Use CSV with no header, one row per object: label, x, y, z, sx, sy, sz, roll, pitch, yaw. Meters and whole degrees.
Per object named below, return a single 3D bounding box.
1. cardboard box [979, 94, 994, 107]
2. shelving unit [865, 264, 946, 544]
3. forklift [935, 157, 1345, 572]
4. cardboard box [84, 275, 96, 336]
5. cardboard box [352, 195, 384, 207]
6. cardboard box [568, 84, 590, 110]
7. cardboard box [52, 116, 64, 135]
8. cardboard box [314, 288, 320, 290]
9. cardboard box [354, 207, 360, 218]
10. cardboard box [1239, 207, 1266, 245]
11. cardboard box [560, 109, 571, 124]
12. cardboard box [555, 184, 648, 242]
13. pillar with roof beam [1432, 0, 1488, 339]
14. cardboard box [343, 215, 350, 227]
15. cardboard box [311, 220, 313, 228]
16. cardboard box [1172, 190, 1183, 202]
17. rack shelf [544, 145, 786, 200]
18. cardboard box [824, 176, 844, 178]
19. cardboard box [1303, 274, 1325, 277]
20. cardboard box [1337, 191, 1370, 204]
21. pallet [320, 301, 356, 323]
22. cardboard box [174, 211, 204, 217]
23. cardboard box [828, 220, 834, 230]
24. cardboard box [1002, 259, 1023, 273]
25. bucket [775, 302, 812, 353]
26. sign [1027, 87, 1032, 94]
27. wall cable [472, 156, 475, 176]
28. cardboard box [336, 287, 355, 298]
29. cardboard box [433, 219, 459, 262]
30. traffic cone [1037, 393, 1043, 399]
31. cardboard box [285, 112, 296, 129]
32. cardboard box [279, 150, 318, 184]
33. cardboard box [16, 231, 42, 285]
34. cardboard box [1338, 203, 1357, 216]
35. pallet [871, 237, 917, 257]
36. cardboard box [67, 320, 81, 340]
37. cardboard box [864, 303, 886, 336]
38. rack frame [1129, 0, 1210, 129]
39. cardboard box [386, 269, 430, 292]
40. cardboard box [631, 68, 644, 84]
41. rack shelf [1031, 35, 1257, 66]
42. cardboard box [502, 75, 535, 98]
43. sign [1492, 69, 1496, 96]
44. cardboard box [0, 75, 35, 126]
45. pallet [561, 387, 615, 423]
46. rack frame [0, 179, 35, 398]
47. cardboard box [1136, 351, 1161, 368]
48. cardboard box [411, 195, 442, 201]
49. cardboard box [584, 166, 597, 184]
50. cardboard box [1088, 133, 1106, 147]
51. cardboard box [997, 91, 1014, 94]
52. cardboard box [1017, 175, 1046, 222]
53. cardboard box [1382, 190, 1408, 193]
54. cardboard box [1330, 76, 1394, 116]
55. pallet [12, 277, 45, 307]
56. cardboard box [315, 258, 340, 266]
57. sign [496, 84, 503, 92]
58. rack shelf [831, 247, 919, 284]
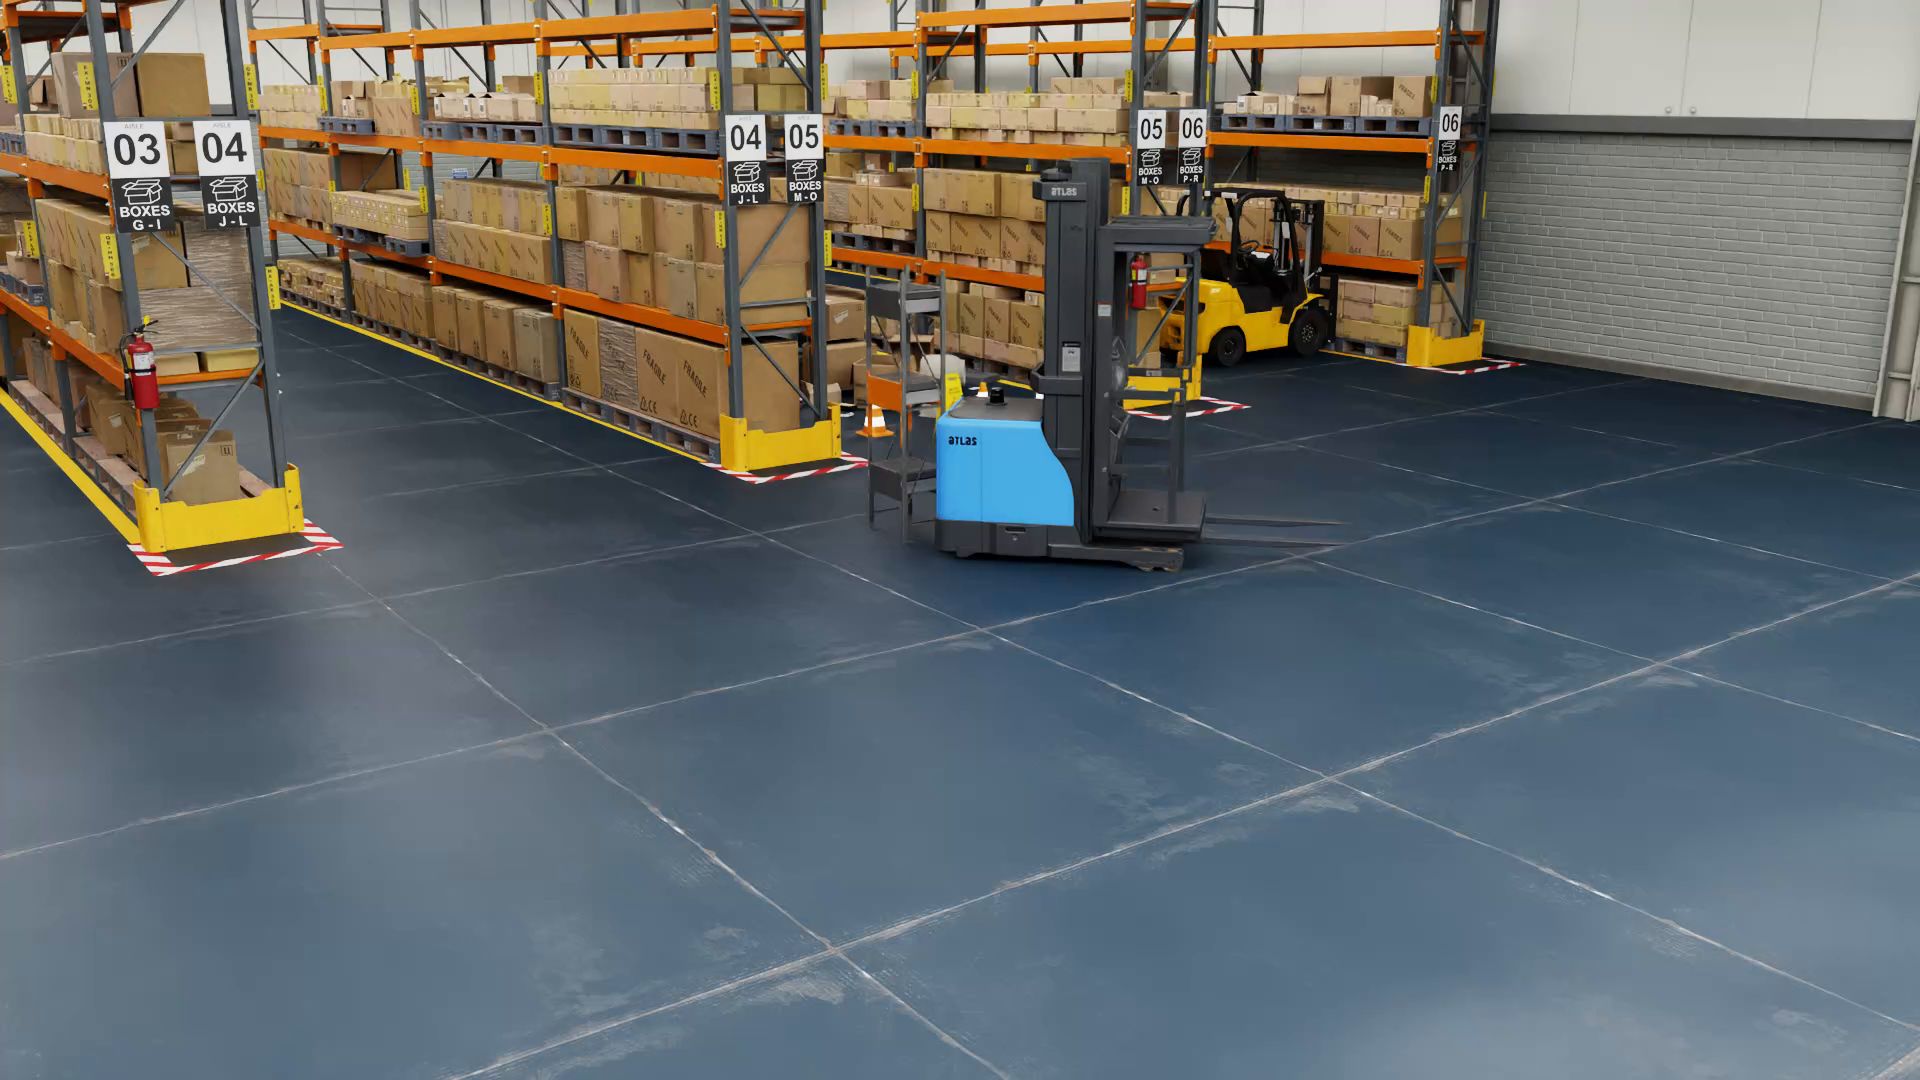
cardboard box,0.452,-5.224,19.763,0.380,0.149,0.250,-12,19,-36
shelving unit,-0.421,-1.065,12.990,0.431,2.100,0.503,-11,19,-34
forklift,1.377,-1.329,12.379,3.031,2.935,1.130,3,16,10
cardboard box,-6.728,-1.968,13.833,0.875,0.500,0.500,-11,19,-35
cardboard box,-8.289,-4.755,23.320,0.380,0.149,0.250,-11,19,-35
cardboard box,-3.699,-4.569,17.141,0.500,0.250,0.500,-11,19,-35
cardboard box,-7.390,-3.484,13.971,0.380,0.149,0.250,-11,19,-36
cardboard box,-9.975,-3.909,26.283,0.380,0.149,0.250,-10,18,-33
cardboard box,-8.282,-4.611,23.356,0.380,0.149,0.250,-10,18,-32
cardboard box,4.269,-4.421,23.358,0.500,0.500,0.500,-10,18,-34
cardboard box,-3.965,-4.447,17.449,0.380,0.149,0.250,-11,19,-34
cardboard box,-3.869,-3.565,18.089,0.875,0.550,0.550,-11,19,-35
pillar with roof beam,3.089,-6.277,18.963,9.100,9.000,0.400,-11,19,-35
cardboard box,-8.590,-4.578,23.799,0.380,0.149,0.250,-11,19,-34
cardboard box,-9.889,-4.947,25.944,0.380,0.149,0.250,-11,19,-35
cardboard box,3.353,-5.069,24.495,0.380,0.149,0.250,-11,19,-35
rack shelf,-2.882,-3.728,16.697,1.077,0.370,4.000,-11,19,-35
cardboard box,-1.973,-5.040,24.260,0.500,0.500,0.500,-12,19,-36
cardboard box,4.827,-3.495,22.682,0.500,0.250,0.500,-11,19,-36
cardboard box,5.196,-4.514,21.904,0.380,0.149,0.250,-10,18,-33
pallet,-9.185,-3.557,25.672,1.003,0.211,1.213,-11,19,-35
cardboard box,-6.168,-2.395,13.497,0.500,0.500,0.500,-11,19,-35
cardboard box,-1.614,-4.396,23.136,0.380,0.149,0.250,-10,18,-32
cardboard box,0.728,-3.283,19.866,0.380,0.149,0.250,-11,19,-35
bucket,-2.113,-2.539,19.991,0.726,0.611,0.620,-4,6,-15
sign,1.108,-7.083,26.613,0.100,0.325,0.005,-11,19,-35
wall cable,-10.503,-8.114,35.054,0.585,1.953,0.123,-11,19,-35
cardboard box,-9.204,-3.753,25.147,0.380,0.149,0.250,-10,18,-33
cardboard box,-6.364,-3.820,21.163,0.500,0.500,0.500,-11,19,-34
traffic cone,0.943,-1.659,18.263,0.336,0.463,0.334,-11,19,-35
cardboard box,-10.142,-6.524,25.833,0.500,0.250,0.500,-11,19,-35
cardboard box,-10.474,-5.934,26.427,0.500,0.500,0.500,-11,19,-36
cardboard box,-9.223,-2.916,17.055,0.797,0.503,0.637,-9,18,-29
cardboard box,5.212,-4.374,21.956,0.380,0.149,0.250,-12,19,-36
pallet,-0.445,-3.939,22.149,1.003,0.211,1.213,-11,19,-35
cardboard box,-7.672,-1.877,14.729,0.380,0.149,0.250,-11,19,-35
cardboard box,-0.849,-3.045,22.703,0.950,0.372,0.625,-10,18,-31
rack frame,2.239,-5.885,17.532,1.000,3.000,0.127,-11,19,-35
cardboard box,-7.616,-3.591,23.033,0.500,0.250,0.500,-10,18,-33
cardboard box,-2.926,-4.453,15.964,0.380,0.149,0.250,-11,19,-35
rack shelf,2.724,-7.398,25.179,1.077,0.370,4.000,-11,19,-35
cardboard box,-5.161,-5.328,20.004,0.500,0.500,0.500,-11,19,-35
sign,6.704,-5.754,20.930,0.100,0.325,0.005,-11,19,-35
cardboard box,-9.816,-4.542,17.171,0.500,0.500,0.500,-12,19,-36
pallet,-3.674,-1.536,18.289,1.003,0.211,1.213,-11,19,-35
rack frame,-10.481,-3.162,18.945,1.000,3.000,0.127,-11,19,-35
cardboard box,1.988,-2.083,19.417,0.500,0.250,0.500,-11,19,-35
cardboard box,-7.442,-4.741,23.270,0.380,0.149,0.250,-11,19,-35
cardboard box,-6.204,-6.467,28.941,0.500,0.500,0.500,-11,19,-34
cardboard box,1.630,-4.398,18.256,0.380,0.149,0.250,-11,19,-34
cardboard box,0.840,-7.330,27.459,0.380,0.149,0.250,-12,19,-36
cardboard box,1.087,-3.943,19.153,0.700,0.500,0.500,-11,19,-35
cardboard box,5.800,-4.543,22.010,0.380,0.149,0.250,-11,19,-34
cardboard box,5.273,-5.799,21.727,0.700,0.500,0.500,-11,19,-34
pallet,-9.284,-2.653,17.449,1.003,0.211,1.213,-11,19,-35
cardboard box,-10.496,-4.596,27.665,0.380,0.149,0.250,-10,18,-33
sign,-5.956,-5.729,21.513,0.100,0.325,0.005,-11,19,-35
rack shelf,-1.289,-3.926,23.100,1.077,0.370,4.000,-11,19,-35
